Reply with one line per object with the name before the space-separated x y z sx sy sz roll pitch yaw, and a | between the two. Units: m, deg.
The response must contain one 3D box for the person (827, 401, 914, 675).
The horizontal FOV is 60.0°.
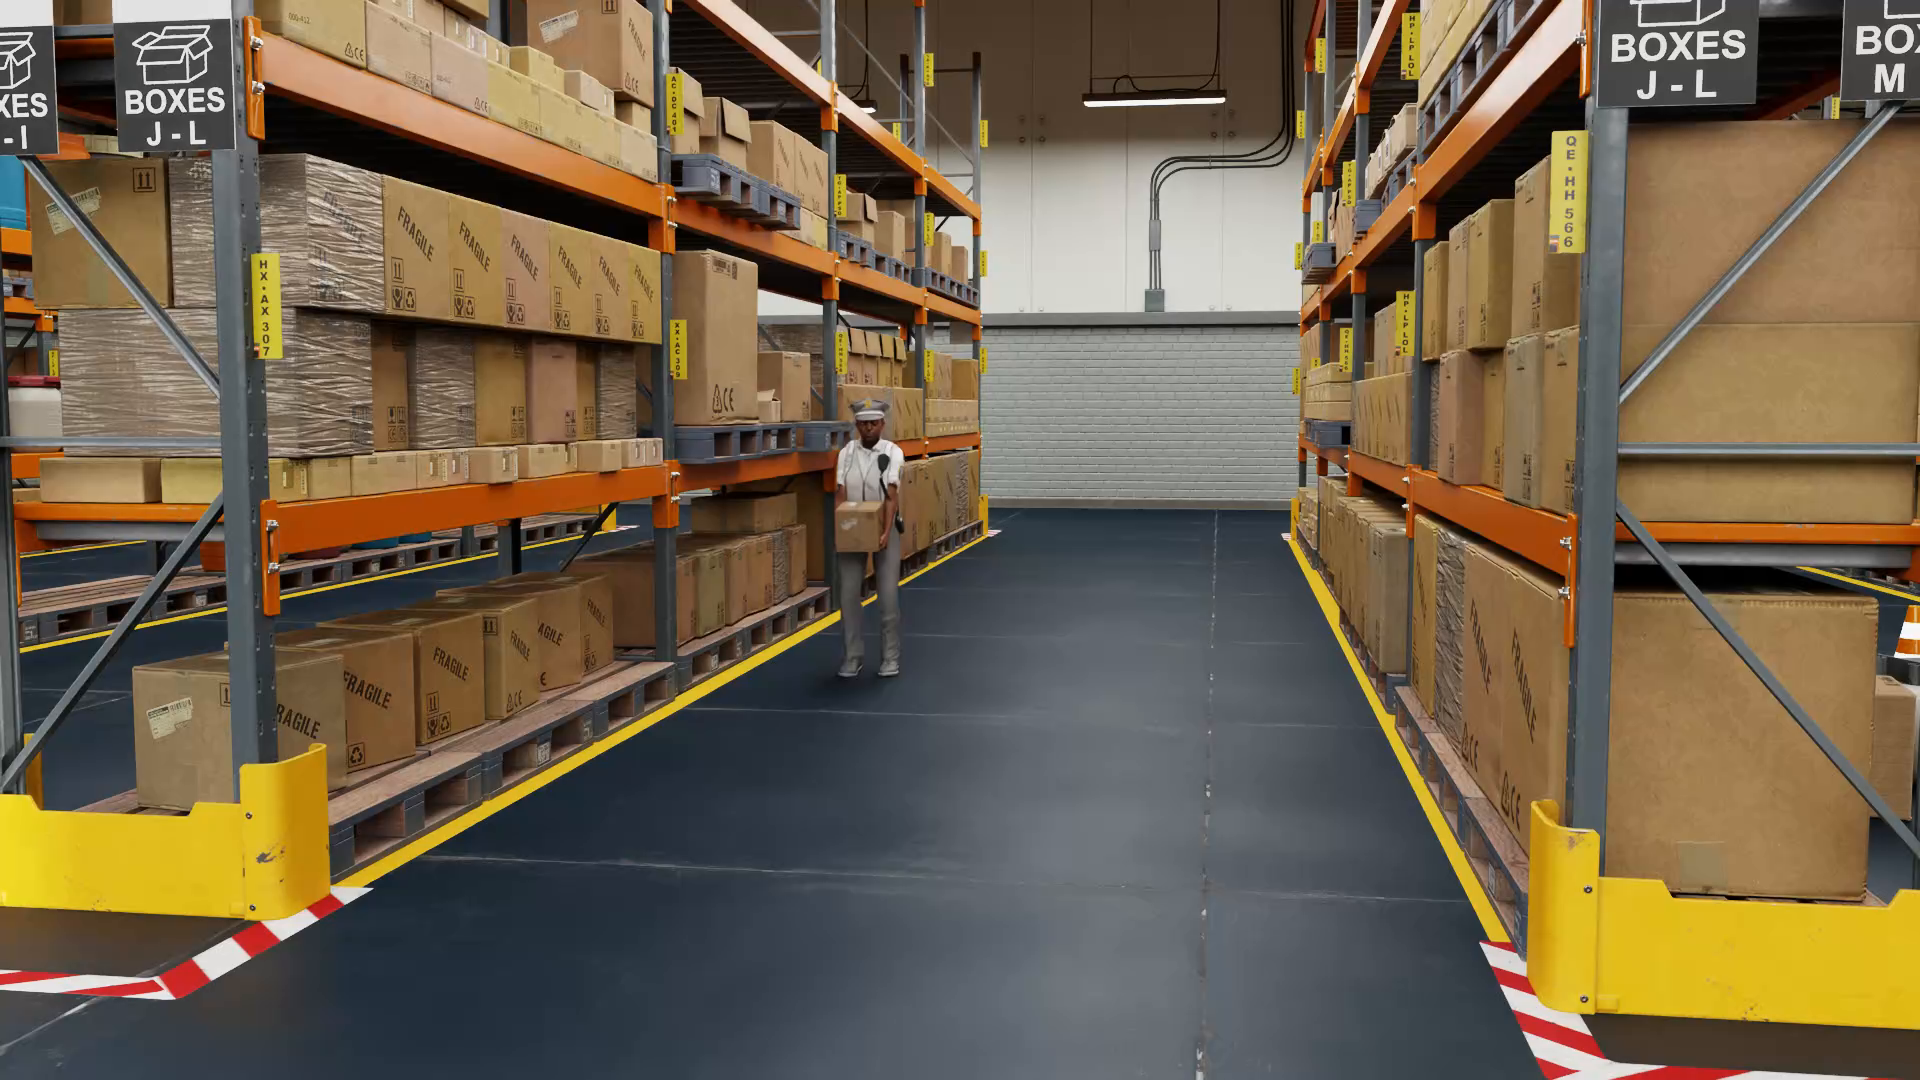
person | -0.544 -0.013 10.074 0.521 1.657 0.319 0 5 5
